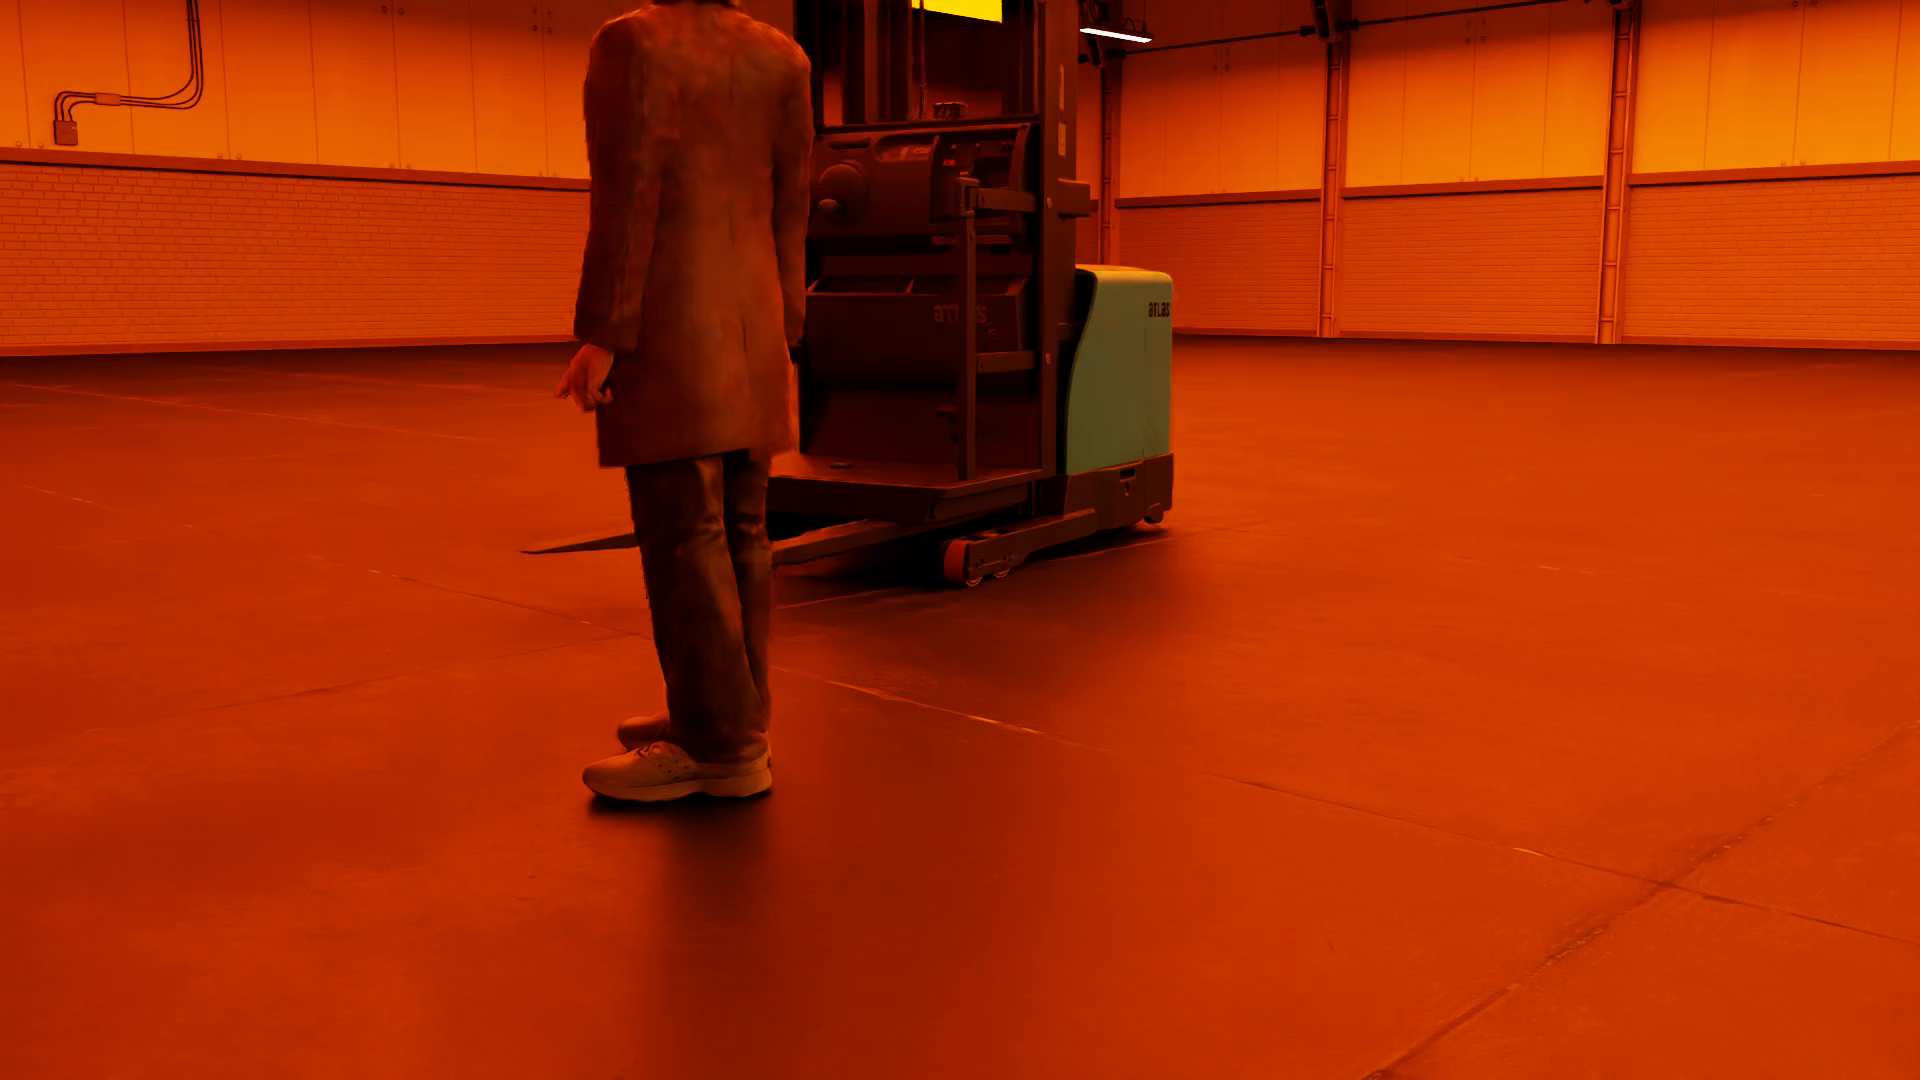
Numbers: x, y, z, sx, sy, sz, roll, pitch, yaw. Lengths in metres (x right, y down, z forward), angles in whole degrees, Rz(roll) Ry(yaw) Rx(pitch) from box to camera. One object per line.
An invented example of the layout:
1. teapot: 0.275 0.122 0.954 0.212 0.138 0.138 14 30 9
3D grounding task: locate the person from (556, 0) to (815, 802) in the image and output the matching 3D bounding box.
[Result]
1. person: -0.591 -0.388 3.327 0.517 1.780 0.555 7 11 37

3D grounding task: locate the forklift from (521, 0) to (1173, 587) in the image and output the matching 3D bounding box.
1. forklift: -0.270 -1.366 5.942 1.130 2.935 3.031 5 10 30
